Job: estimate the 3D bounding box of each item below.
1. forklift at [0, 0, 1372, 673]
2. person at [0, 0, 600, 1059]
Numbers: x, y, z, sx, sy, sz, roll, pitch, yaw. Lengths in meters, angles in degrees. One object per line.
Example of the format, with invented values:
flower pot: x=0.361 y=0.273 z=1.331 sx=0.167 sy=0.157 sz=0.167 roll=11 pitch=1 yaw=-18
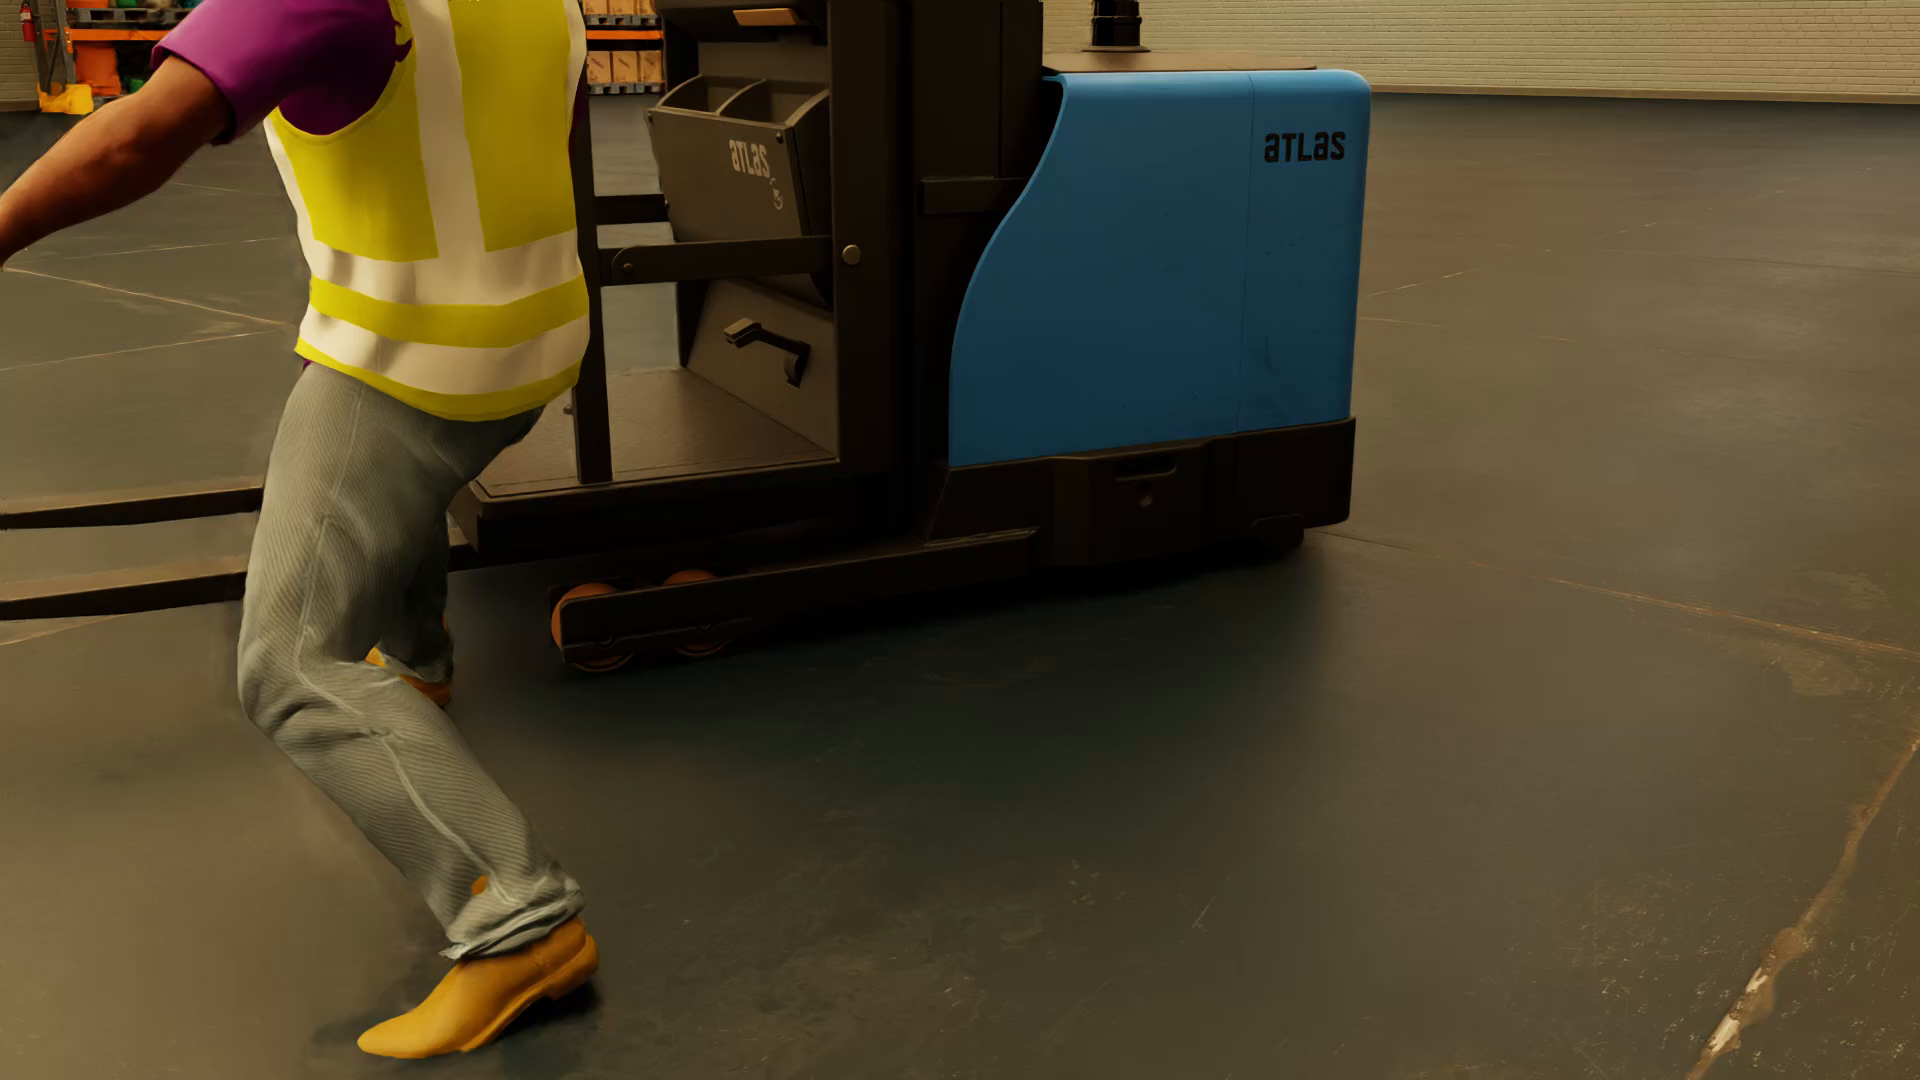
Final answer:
forklift: x=-0.647 y=-1.328 z=3.270 sx=3.031 sy=2.935 sz=1.130 roll=-8 pitch=19 yaw=-25
person: x=-0.841 y=-0.289 z=2.260 sx=0.987 sy=1.606 sz=1.055 roll=4 pitch=17 yaw=14
